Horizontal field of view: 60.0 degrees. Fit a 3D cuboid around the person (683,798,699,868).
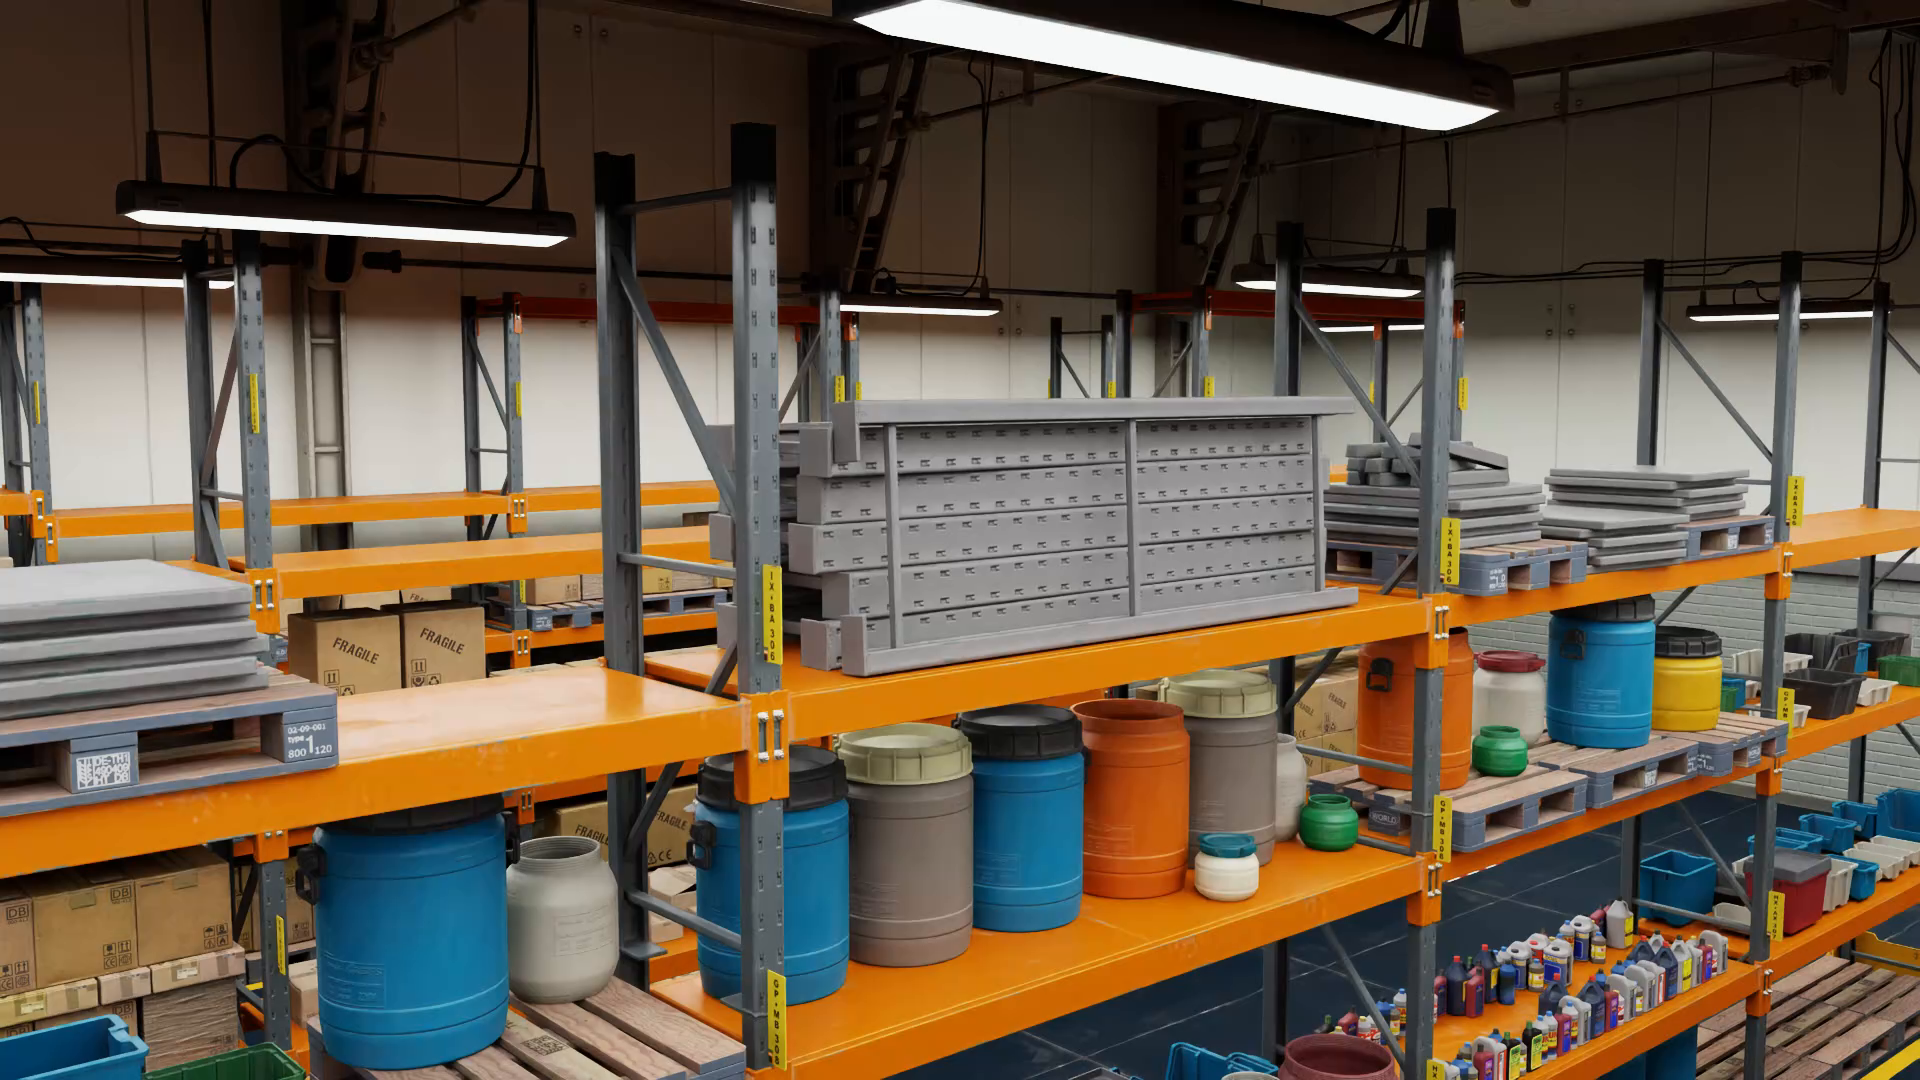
[{"bbox_3d":[-2.052,3.002,14.366,0.640,1.642,0.539,-2,6,-18],"label":"person"}]
